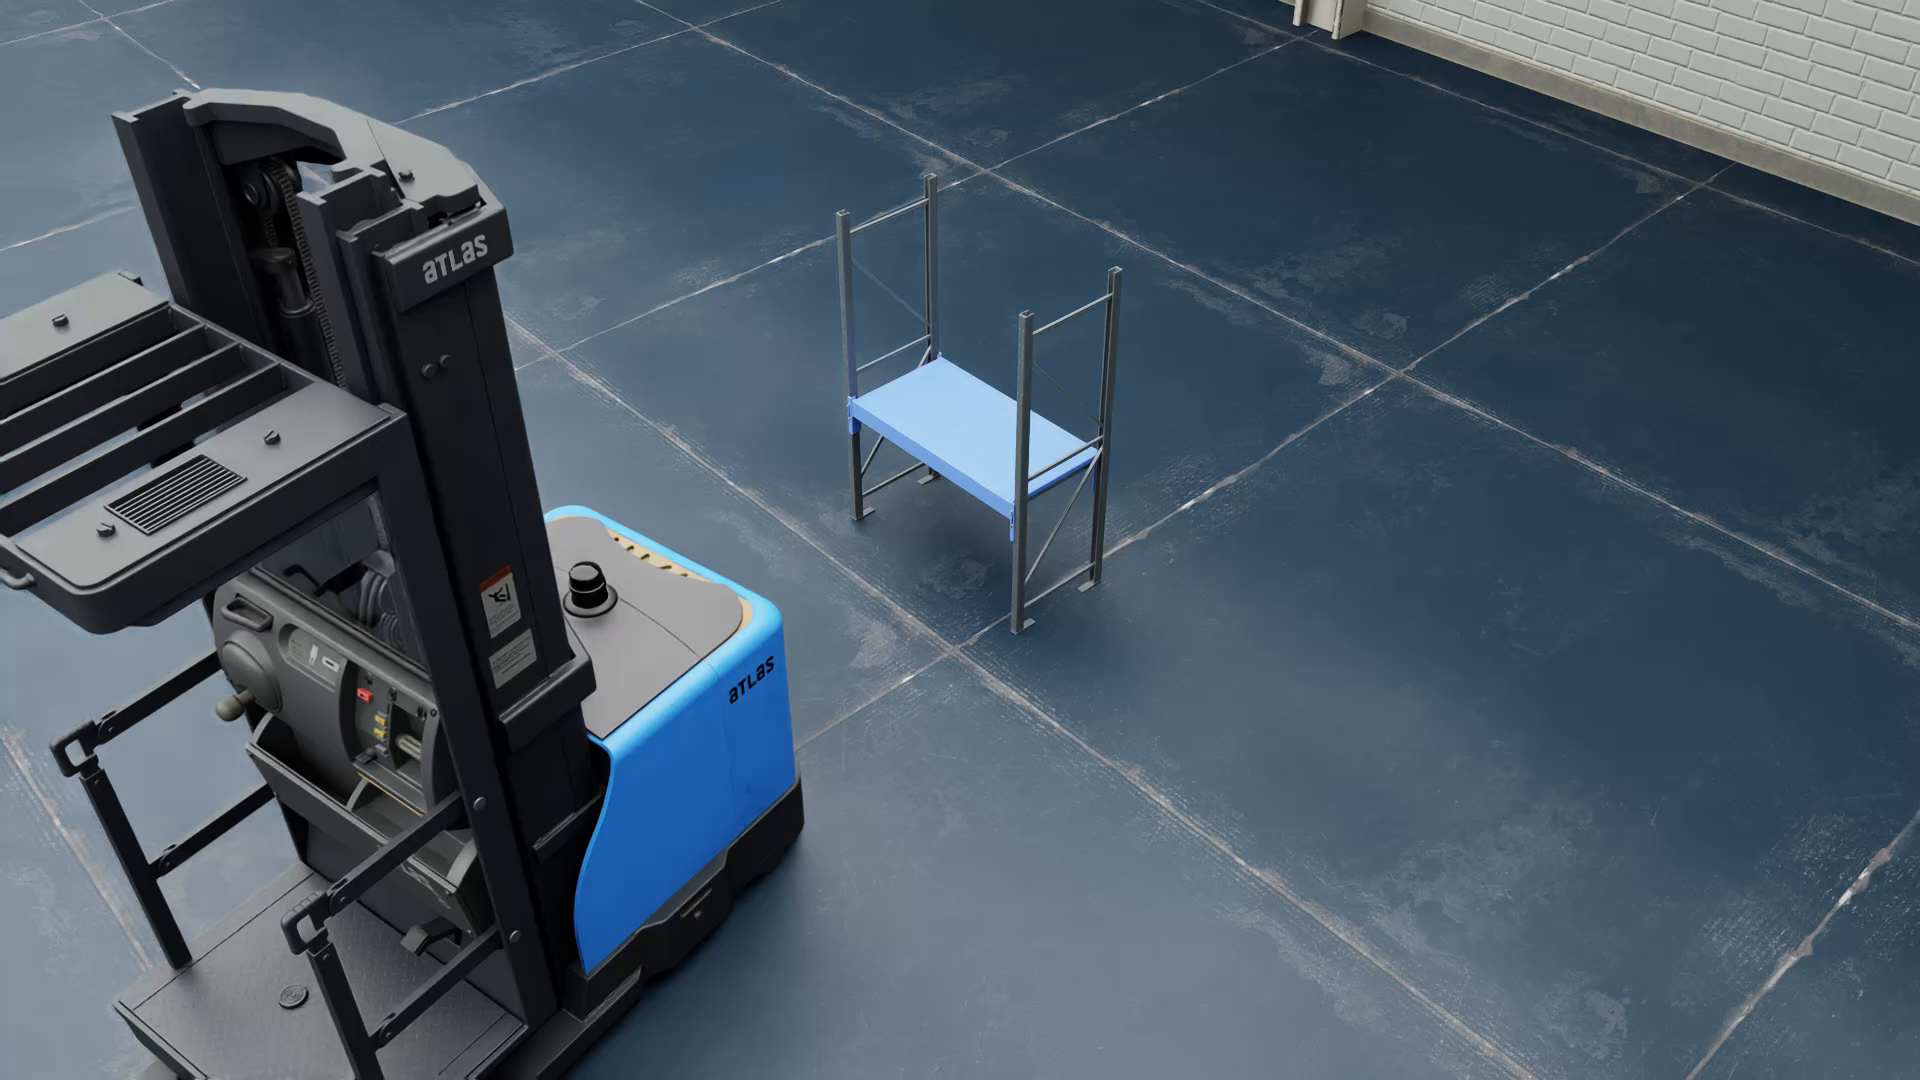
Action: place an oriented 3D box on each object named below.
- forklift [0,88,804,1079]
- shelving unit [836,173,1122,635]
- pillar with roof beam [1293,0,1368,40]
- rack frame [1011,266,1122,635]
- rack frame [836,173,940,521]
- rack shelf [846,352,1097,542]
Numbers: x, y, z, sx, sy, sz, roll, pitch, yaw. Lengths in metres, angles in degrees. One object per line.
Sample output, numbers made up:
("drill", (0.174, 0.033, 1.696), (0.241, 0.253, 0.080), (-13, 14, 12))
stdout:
("forklift", (-1.825, 0.477, 4.327), (1.130, 2.935, 3.031), (25, 45, 27))
("shelving unit", (0.058, -0.544, 6.730), (0.538, 1.500, 1.048), (-30, 48, -32))
("pillar with roof beam", (-0.570, -5.303, 6.654), (9.100, 9.000, 0.400), (-30, 48, -32))
("rack frame", (0.401, -0.309, 6.439), (0.500, 1.500, 0.032), (-30, 48, -32))
("rack frame", (-0.286, -0.779, 7.021), (0.500, 1.500, 0.032), (-30, 48, -32))
("rack shelf", (0.058, -0.404, 6.843), (0.538, 0.185, 1.000), (-30, 48, -32))
